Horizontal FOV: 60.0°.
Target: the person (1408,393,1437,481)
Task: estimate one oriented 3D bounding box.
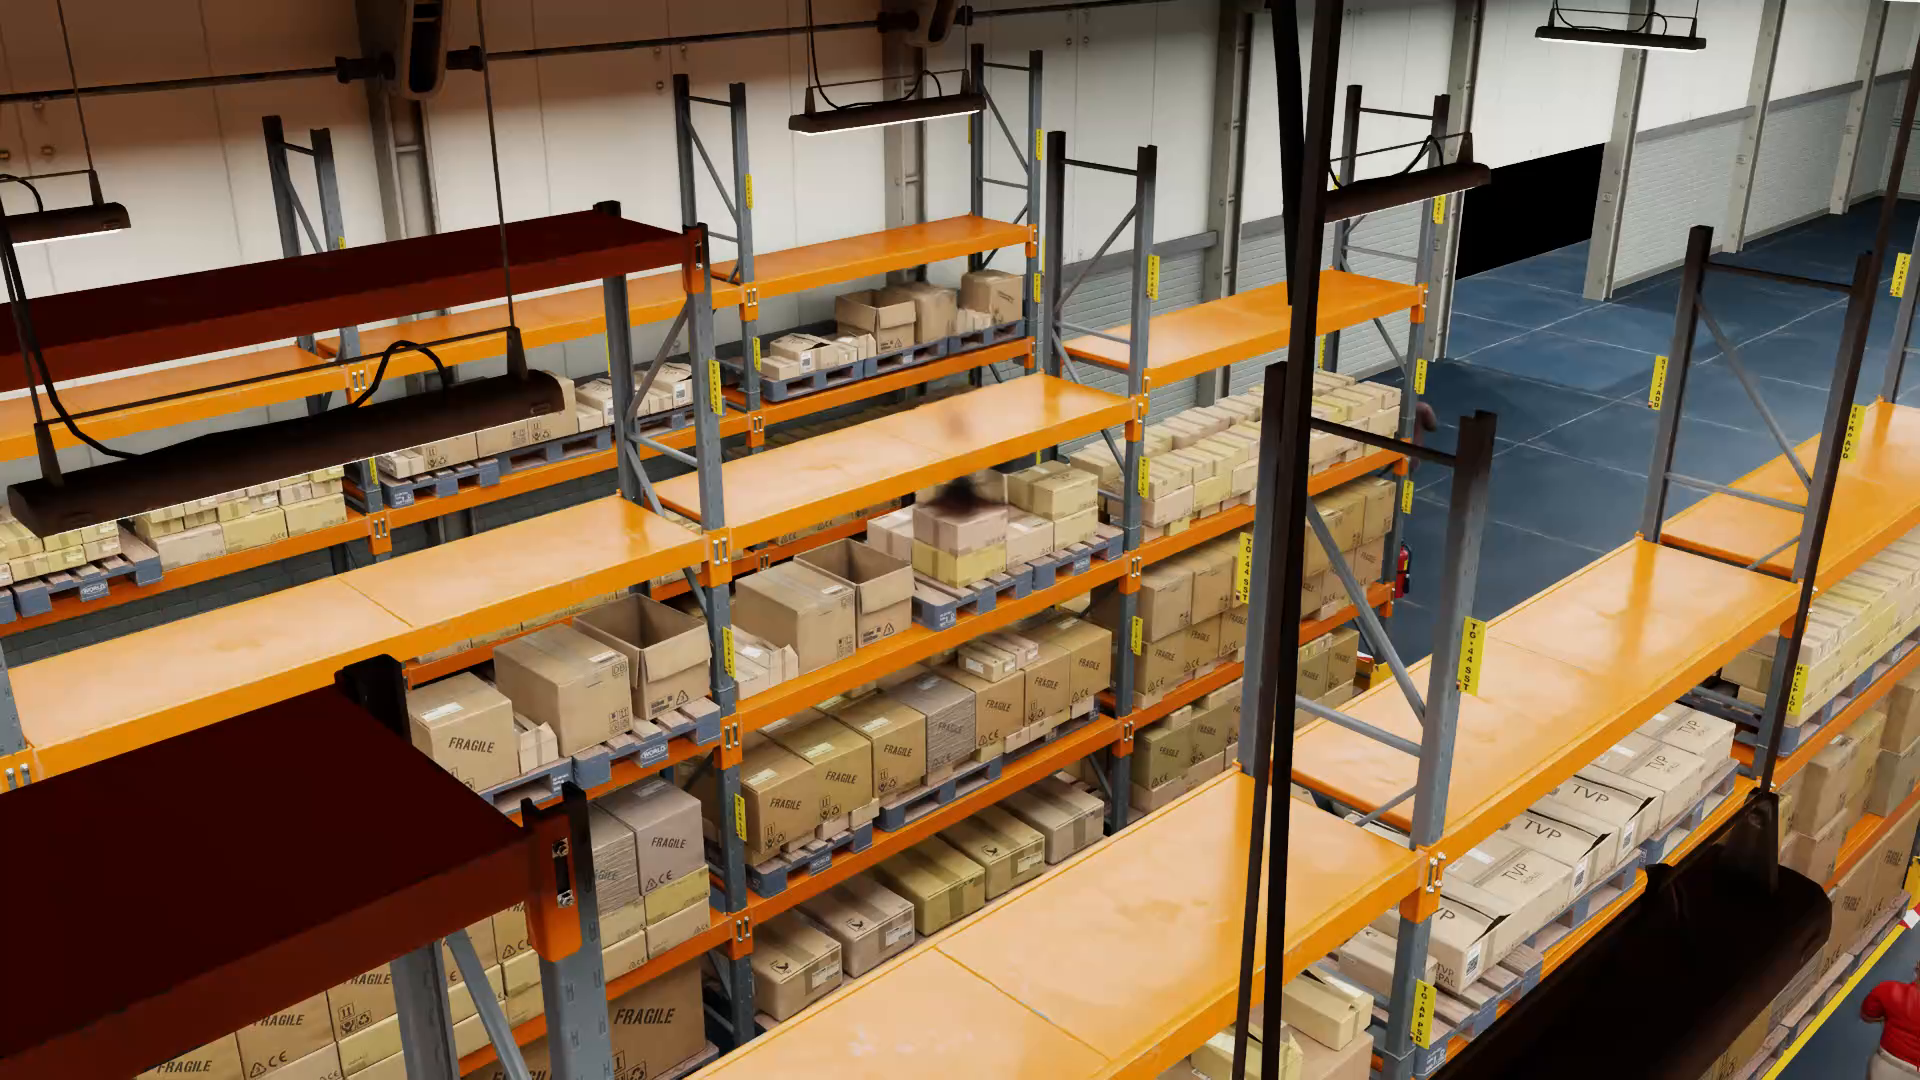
[{"bbox_3d":[5.706,-1.153,21.368,0.742,1.830,1.009,11,25,24],"label":"person"}]

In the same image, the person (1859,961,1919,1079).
[{"bbox_3d":[5.892,3.408,10.403,0.686,1.777,0.874,20,30,39],"label":"person"}]
